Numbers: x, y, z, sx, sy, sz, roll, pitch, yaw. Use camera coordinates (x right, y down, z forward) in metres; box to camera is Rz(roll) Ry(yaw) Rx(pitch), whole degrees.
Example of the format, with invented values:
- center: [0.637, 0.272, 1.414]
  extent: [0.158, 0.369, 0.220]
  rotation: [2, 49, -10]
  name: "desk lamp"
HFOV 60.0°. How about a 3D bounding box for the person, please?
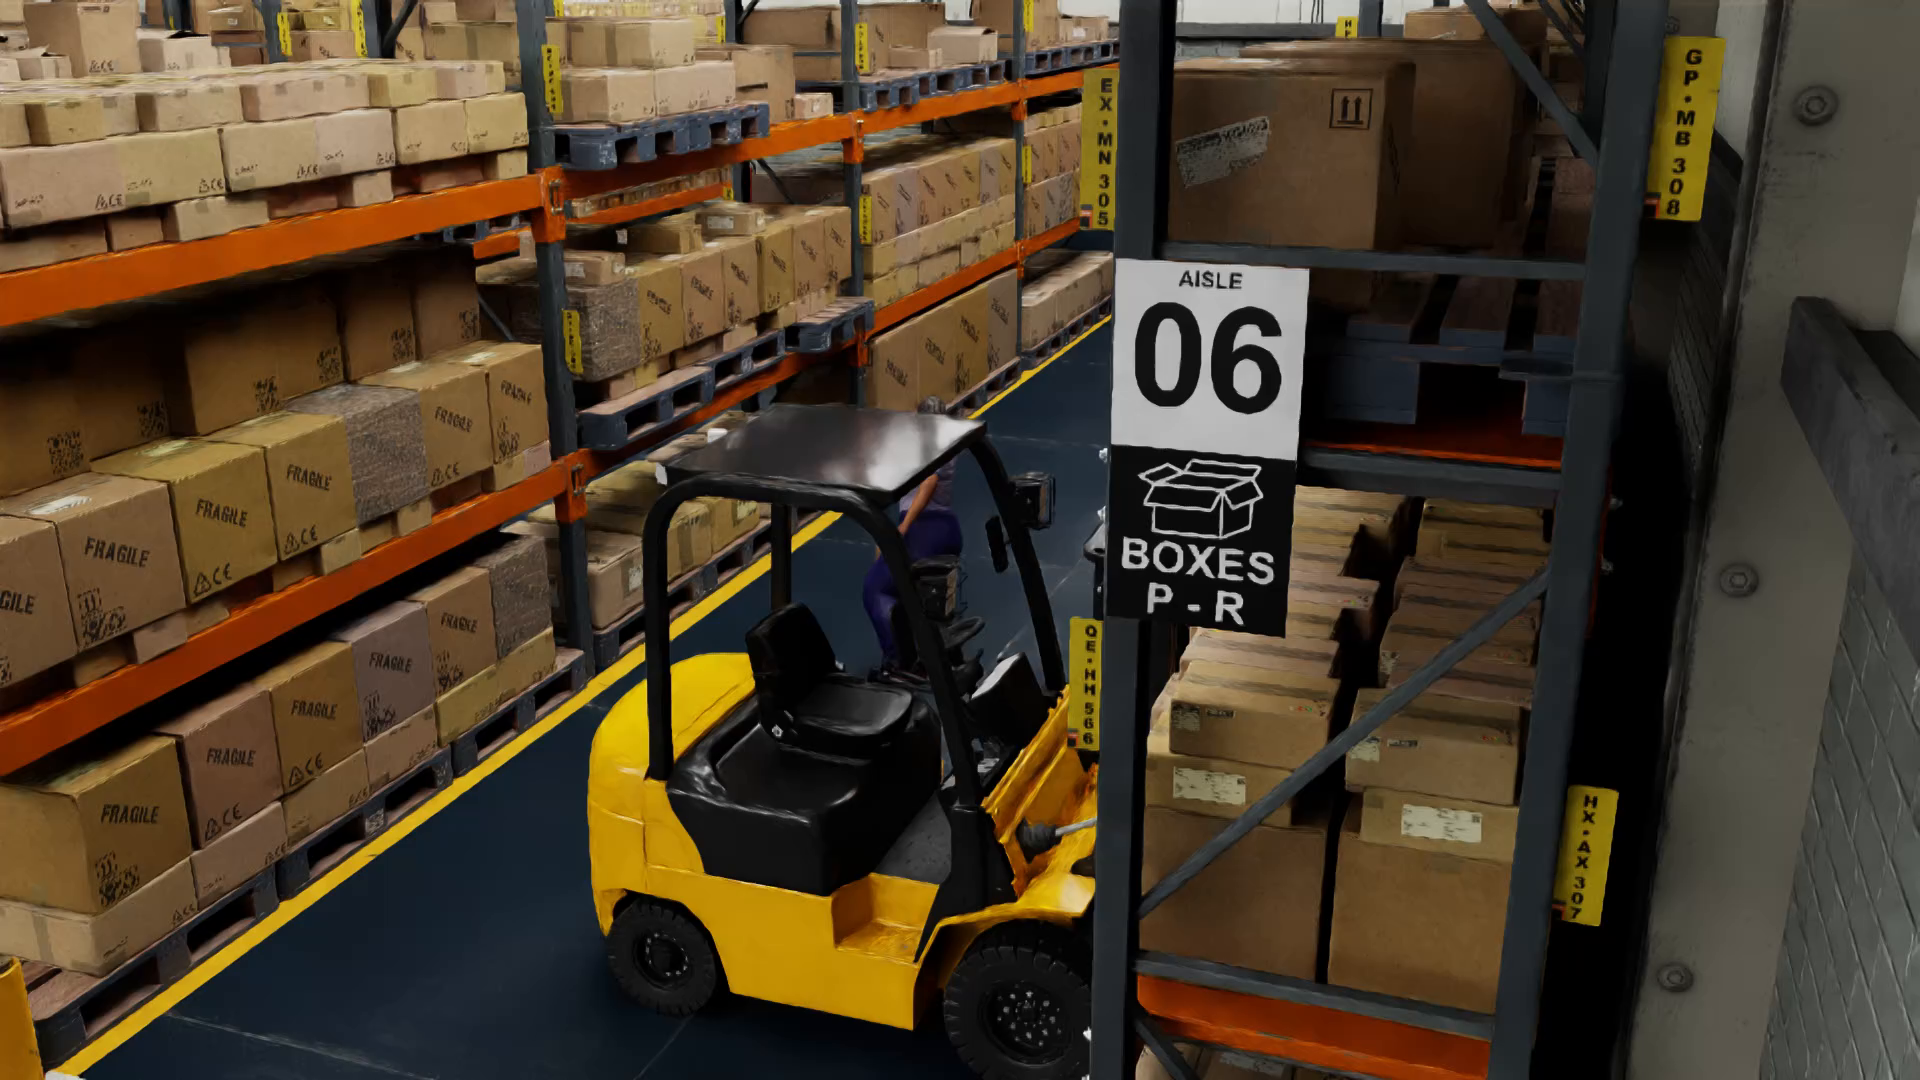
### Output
- center: [-0.301, 0.011, 9.239]
  extent: [0.541, 1.516, 0.892]
  rotation: [7, 20, 20]
  name: "person"
